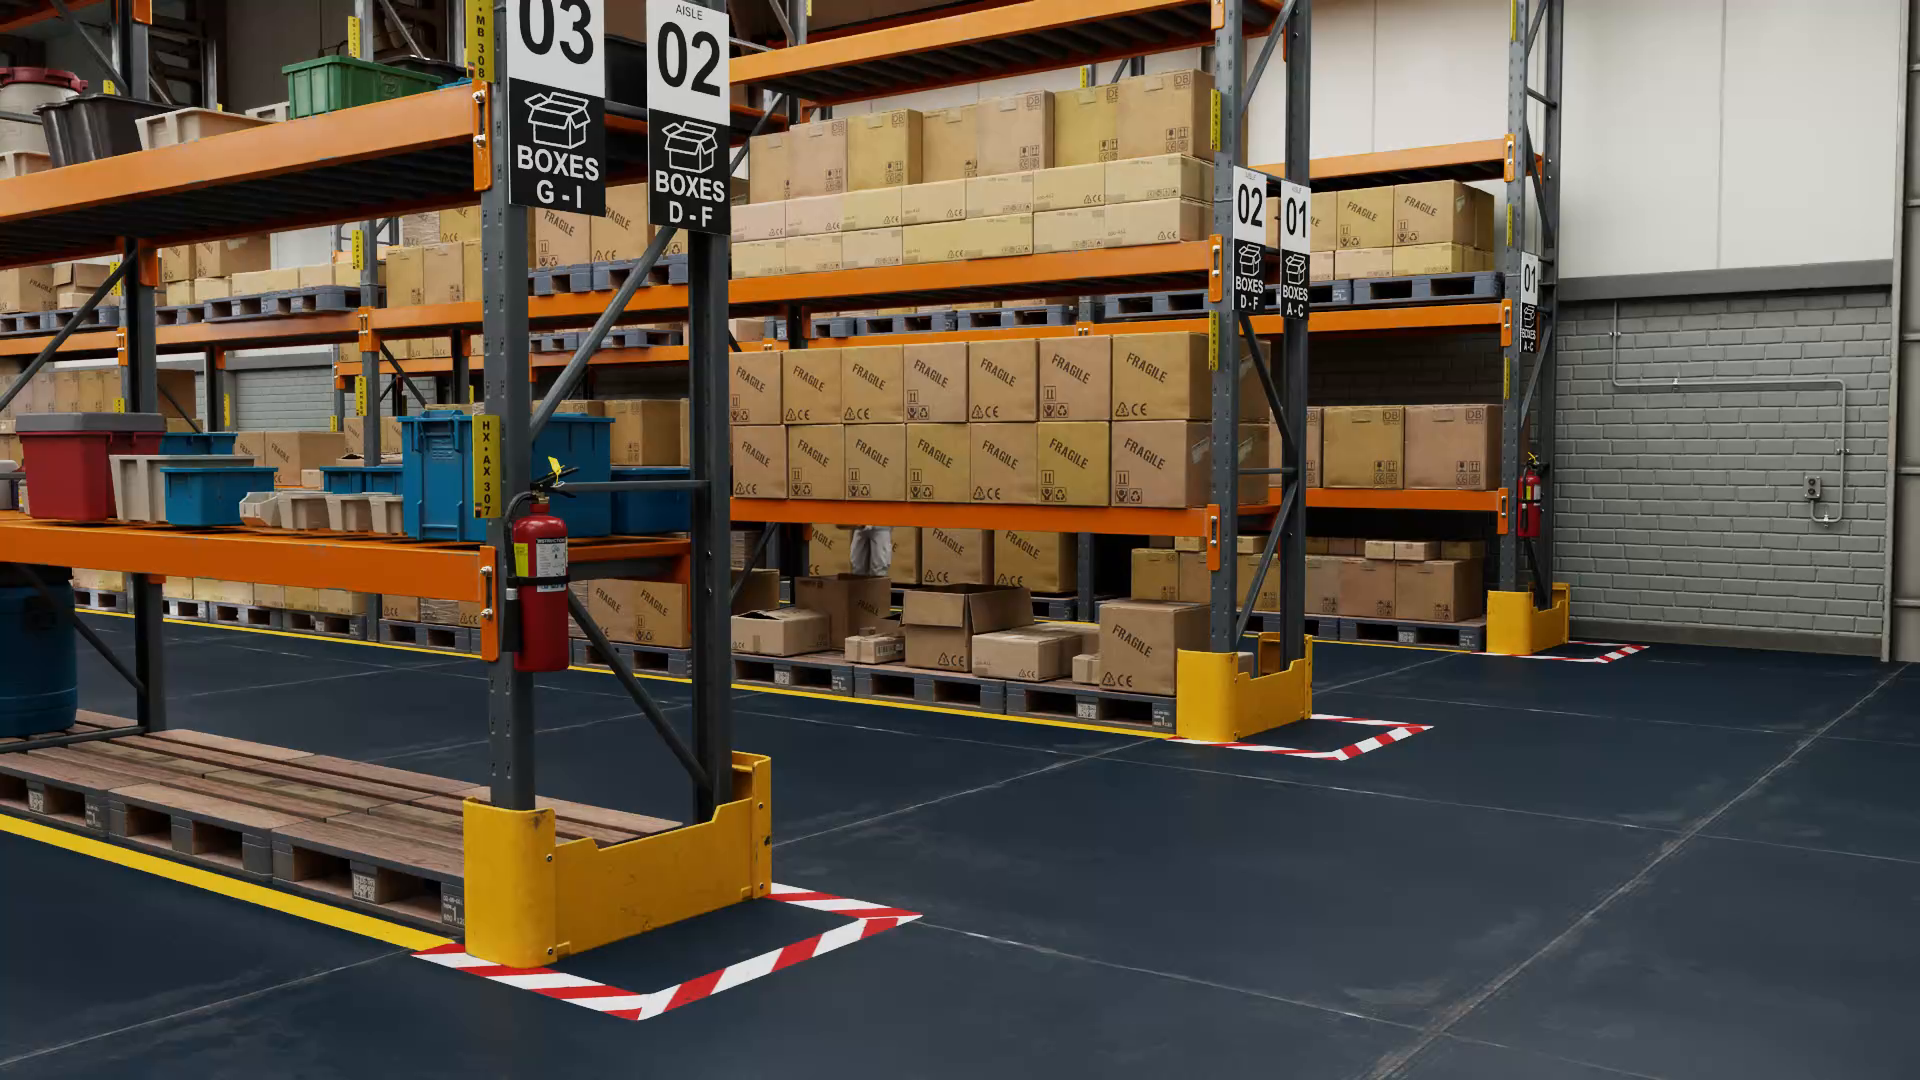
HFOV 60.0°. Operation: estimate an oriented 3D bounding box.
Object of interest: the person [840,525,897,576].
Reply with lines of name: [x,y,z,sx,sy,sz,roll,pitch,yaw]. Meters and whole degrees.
person: [-0.826,-0.075,15.066,0.493,1.782,0.563,2,4,37]
